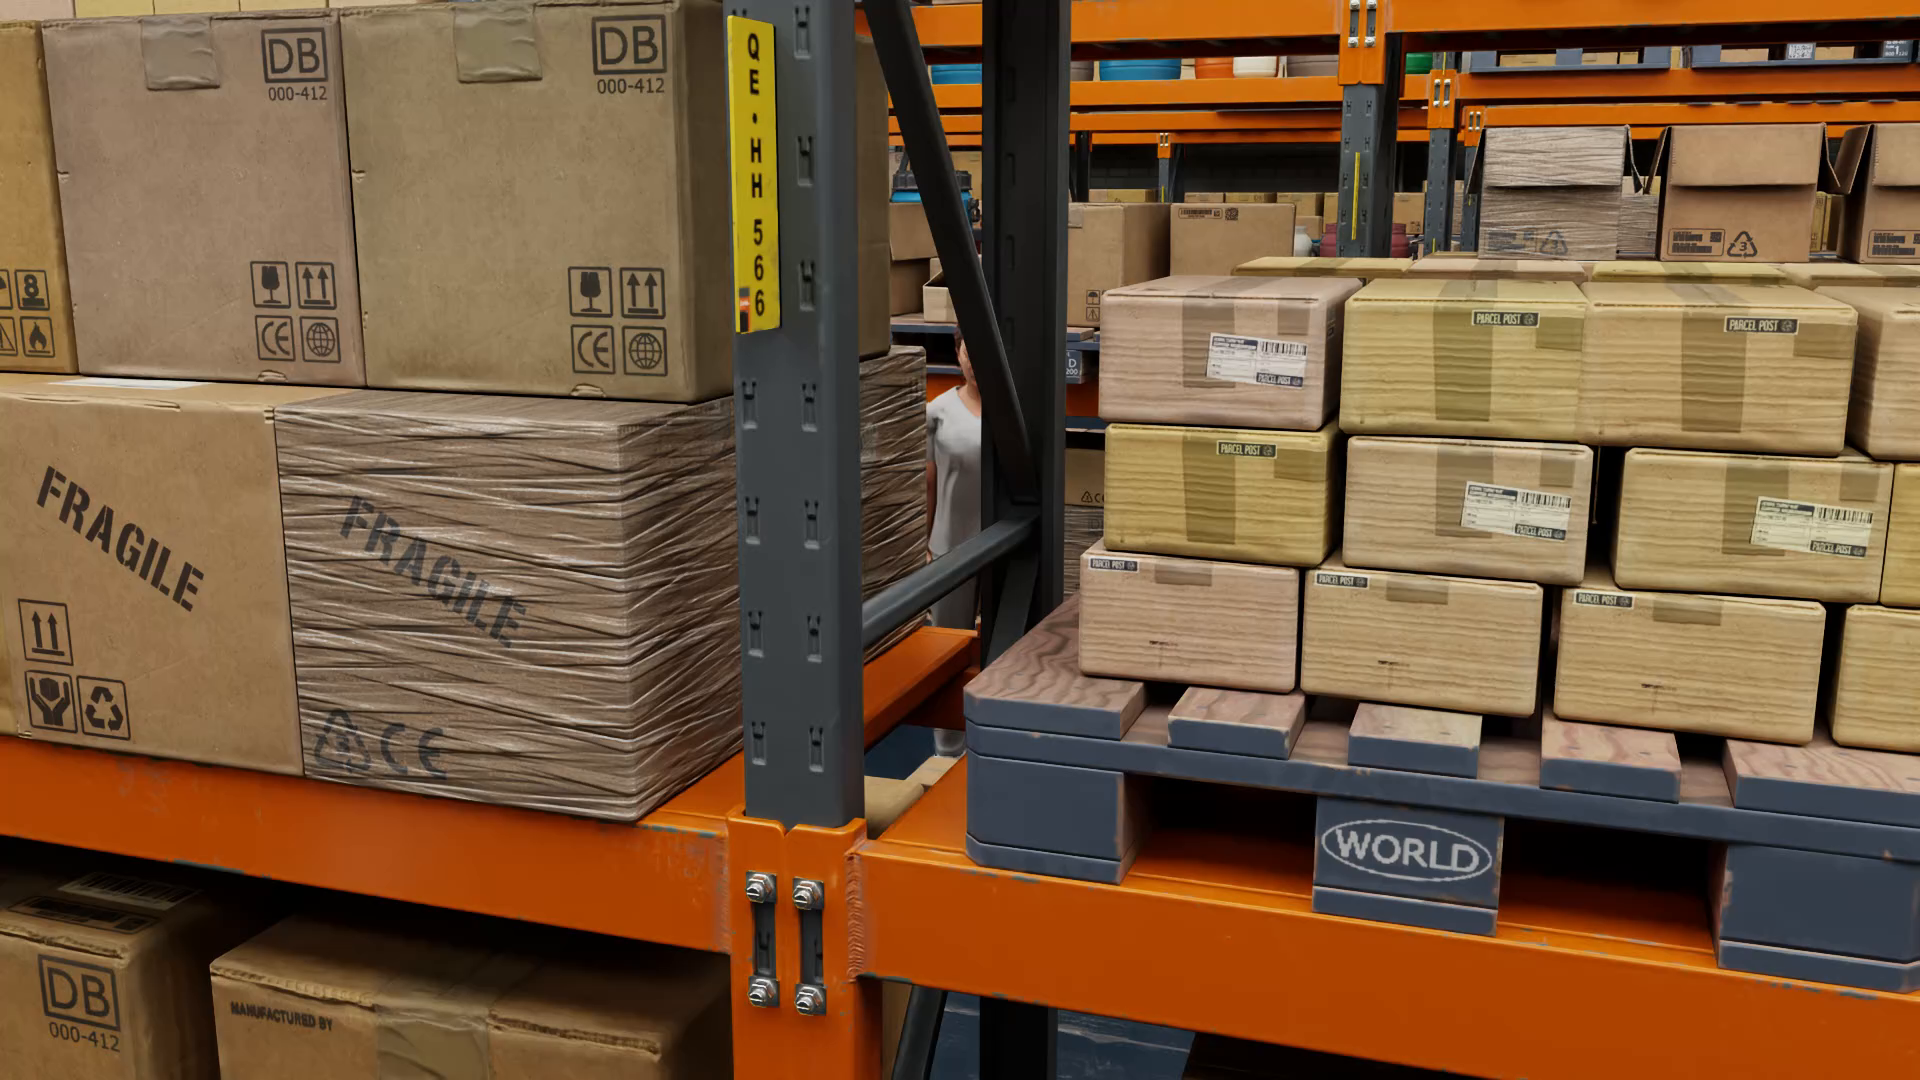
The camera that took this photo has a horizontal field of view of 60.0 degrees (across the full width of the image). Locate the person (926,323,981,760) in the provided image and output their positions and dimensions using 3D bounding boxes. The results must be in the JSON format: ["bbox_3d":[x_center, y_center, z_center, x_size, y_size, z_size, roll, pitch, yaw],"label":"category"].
[{"bbox_3d":[0.072,0.064,5.643,0.460,1.672,0.624,1,12,4],"label":"person"}]
